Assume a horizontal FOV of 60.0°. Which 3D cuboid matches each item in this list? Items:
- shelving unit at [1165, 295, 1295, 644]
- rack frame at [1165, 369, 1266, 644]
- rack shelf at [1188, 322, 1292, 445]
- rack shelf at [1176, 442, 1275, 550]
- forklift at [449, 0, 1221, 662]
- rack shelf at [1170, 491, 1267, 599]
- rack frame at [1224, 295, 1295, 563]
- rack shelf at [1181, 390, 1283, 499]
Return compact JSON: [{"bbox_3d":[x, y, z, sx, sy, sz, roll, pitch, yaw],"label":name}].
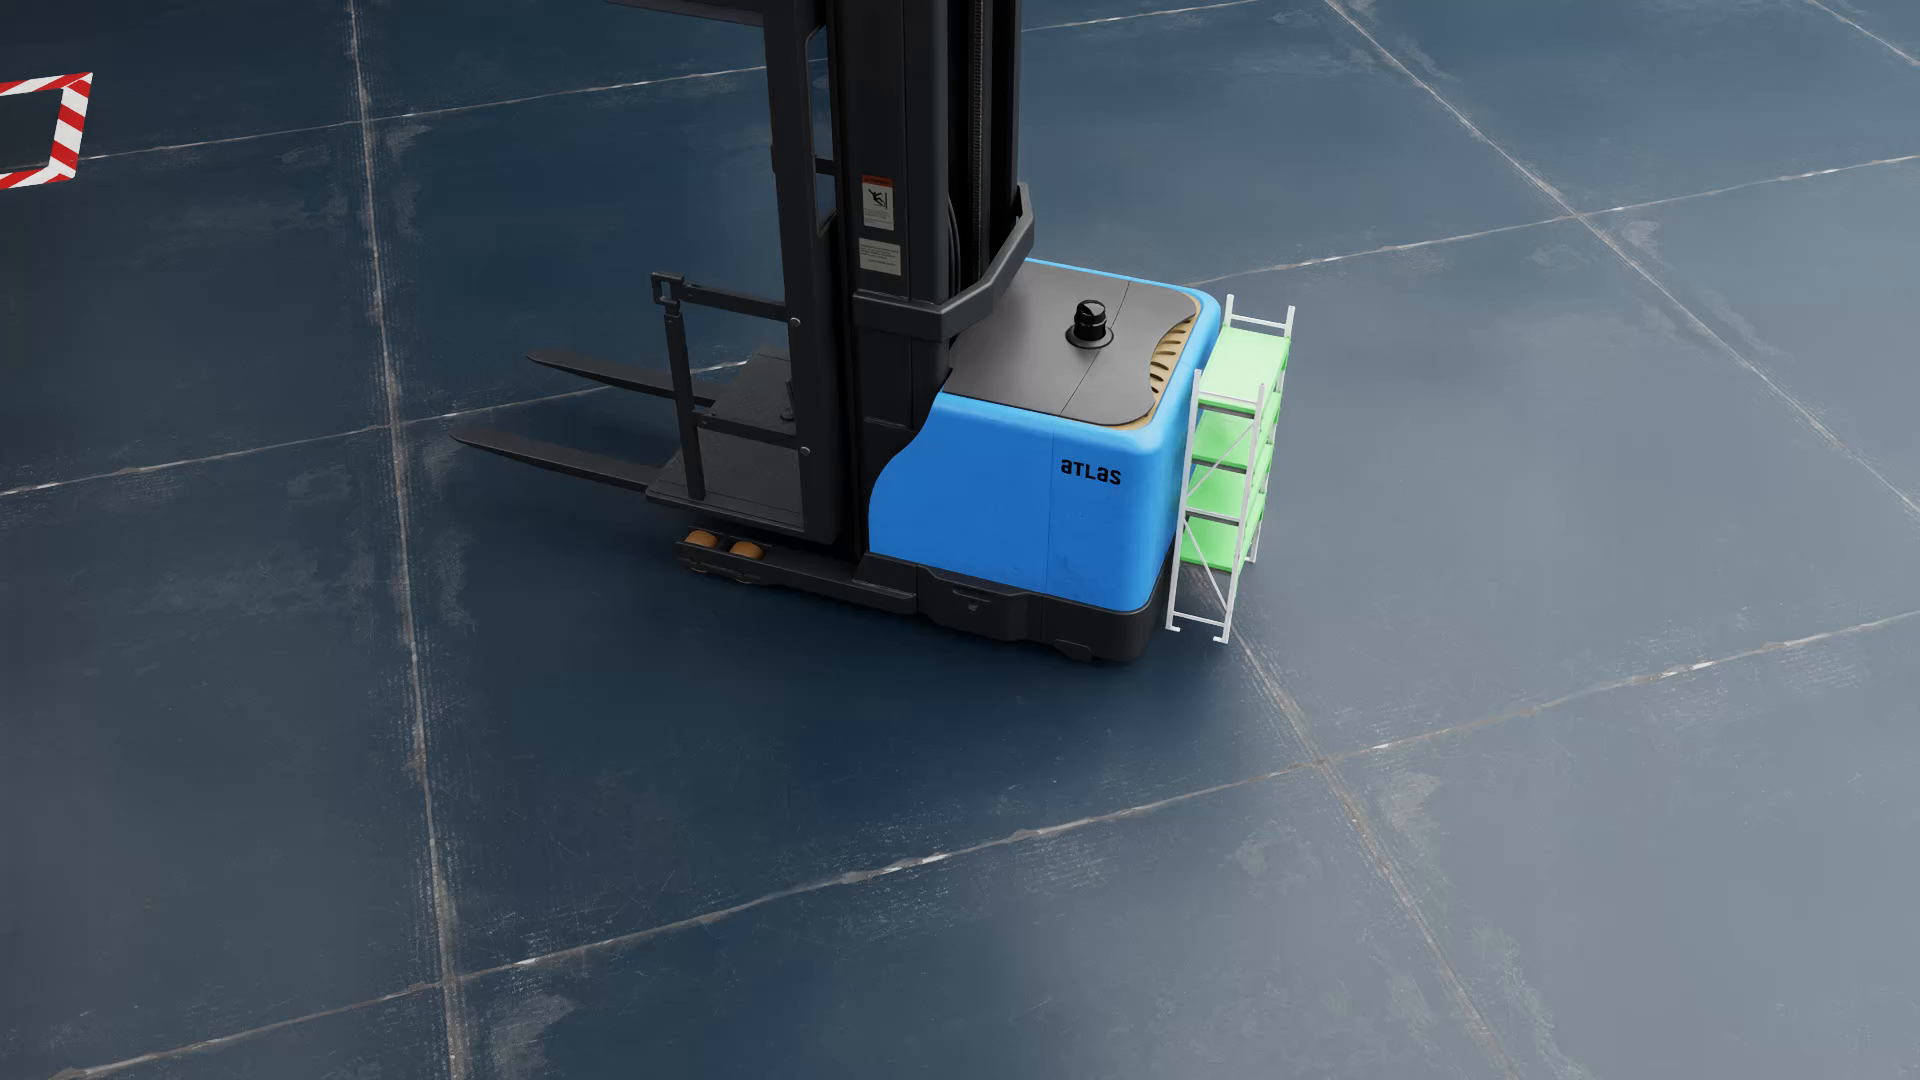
[{"bbox_3d":[0.984,-0.241,6.114,0.258,1.200,0.503,13,43,15],"label":"shelving unit"},{"bbox_3d":[0.901,-0.090,5.941,0.240,1.200,0.015,13,43,15],"label":"rack frame"},{"bbox_3d":[0.984,-0.555,5.840,0.258,0.148,0.480,13,43,15],"label":"rack shelf"},{"bbox_3d":[0.984,-0.193,6.156,0.258,0.148,0.480,13,43,15],"label":"rack shelf"},{"bbox_3d":[-0.592,-1.244,5.946,3.031,2.935,1.130,13,43,15],"label":"forklift"},{"bbox_3d":[0.984,-0.012,6.314,0.258,0.148,0.480,13,43,15],"label":"rack shelf"},{"bbox_3d":[1.066,-0.392,6.287,0.240,1.200,0.015,13,43,15],"label":"rack frame"},{"bbox_3d":[0.984,-0.374,5.998,0.258,0.148,0.480,13,43,15],"label":"rack shelf"}]
